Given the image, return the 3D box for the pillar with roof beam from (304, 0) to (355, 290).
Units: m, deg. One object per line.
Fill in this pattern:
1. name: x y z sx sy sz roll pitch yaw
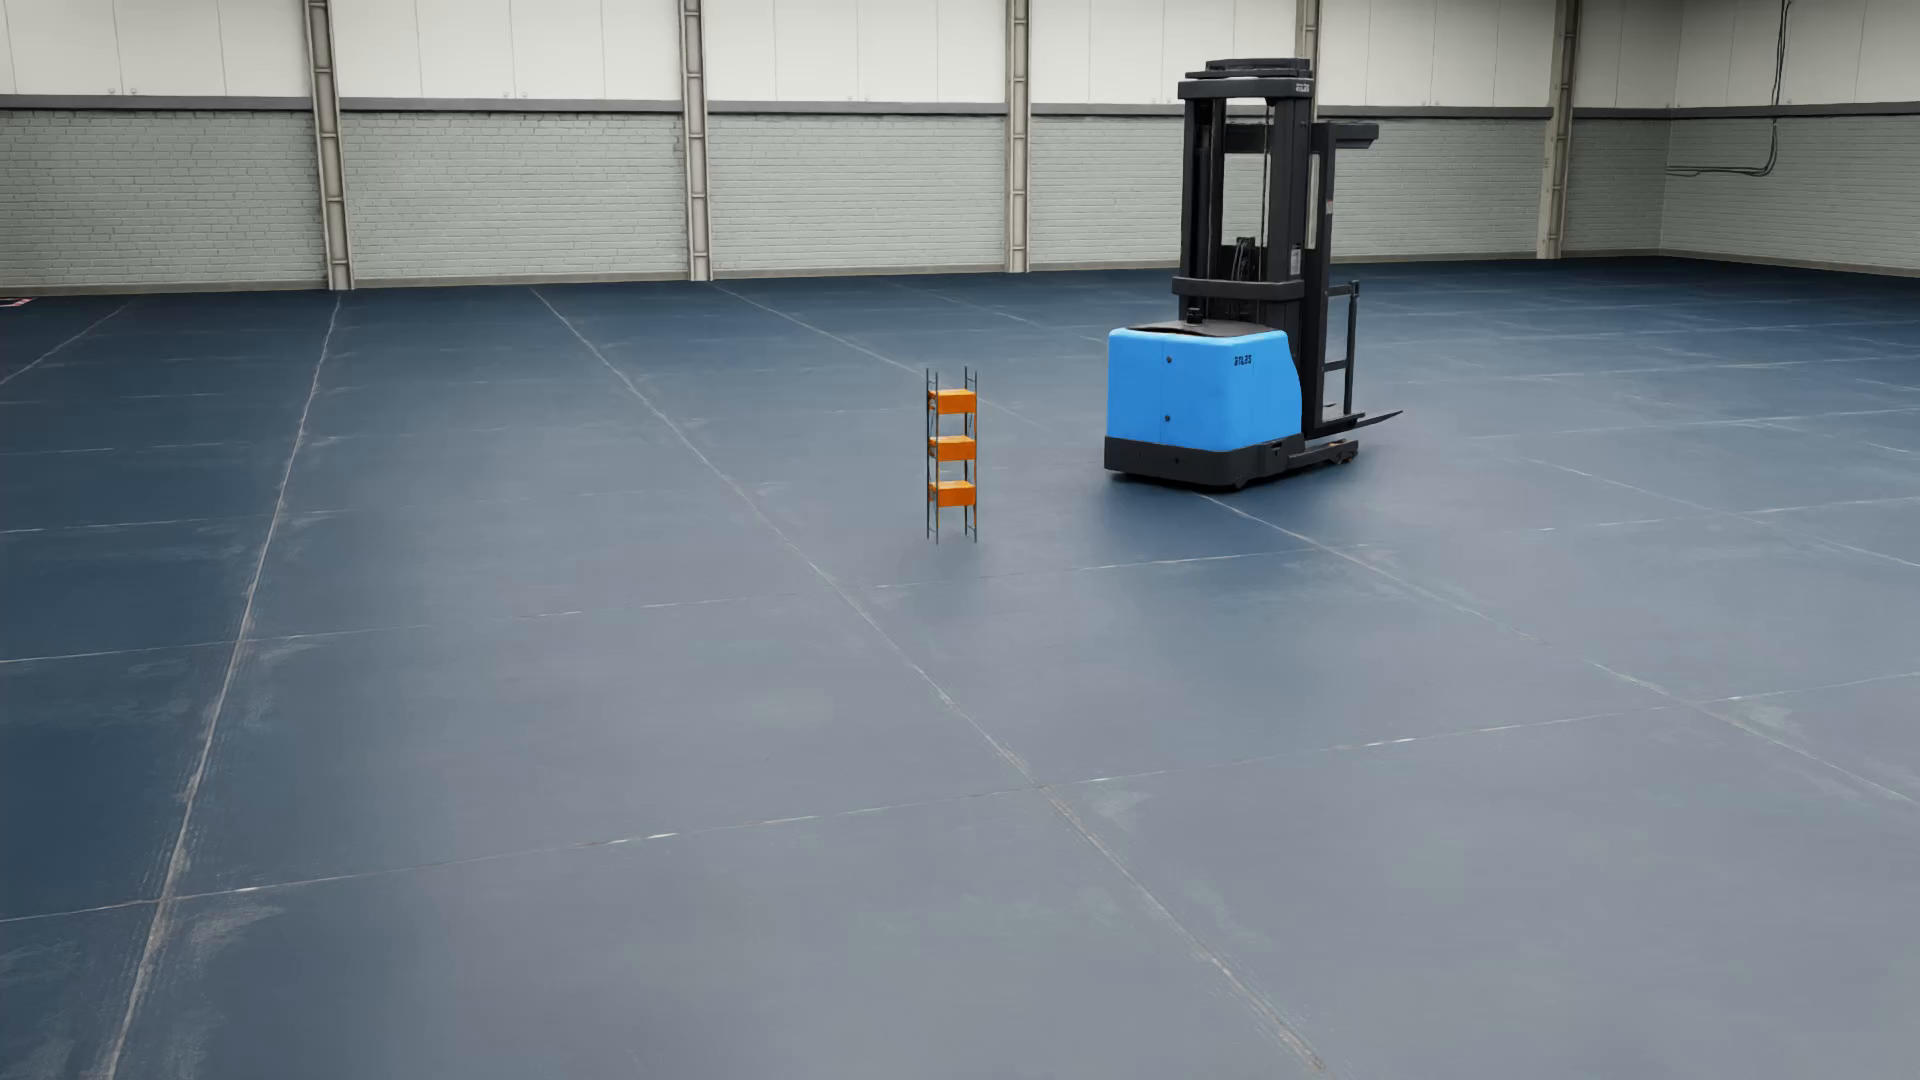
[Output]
1. pillar with roof beam: -8.929 -7.617 22.718 0.400 9.000 9.100 -4 14 -18

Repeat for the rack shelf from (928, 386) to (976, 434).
1. rack shelf: -0.051 -0.773 9.942 0.240 0.259 0.215 -4 14 -18

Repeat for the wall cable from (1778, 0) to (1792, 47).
1. wall cable: 16.521 -10.613 31.110 0.112 2.526 3.097 -4 14 -18

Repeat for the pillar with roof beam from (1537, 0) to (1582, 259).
1. pillar with roof beam: 13.817 -9.388 30.165 0.400 9.000 9.100 -4 14 -18

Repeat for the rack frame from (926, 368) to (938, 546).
1. rack frame: -0.166 -0.498 9.967 0.008 1.050 0.200 -4 14 -18

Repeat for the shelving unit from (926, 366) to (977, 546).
1. shelving unit: -0.051 -0.507 10.005 0.252 1.050 0.215 -4 14 -18

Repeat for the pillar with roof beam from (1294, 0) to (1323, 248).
1. pillar with roof beam: 8.131 -8.945 28.303 0.400 9.000 9.100 -4 14 -18

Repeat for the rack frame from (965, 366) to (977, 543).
1. rack frame: 0.065 -0.516 10.043 0.008 1.050 0.200 -4 14 -18

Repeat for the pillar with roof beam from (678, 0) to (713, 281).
1. pillar with roof beam: -3.243 -8.060 24.580 0.400 9.000 9.100 -4 14 -18

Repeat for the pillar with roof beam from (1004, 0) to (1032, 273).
1. pillar with roof beam: 2.444 -8.502 26.442 0.400 9.000 9.100 -4 14 -18

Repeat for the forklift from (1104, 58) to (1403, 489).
1. forklift: 2.387 -2.059 12.465 1.130 2.935 3.031 11 18 40

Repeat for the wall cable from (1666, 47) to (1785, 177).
1. wall cable: 15.658 -8.749 34.189 0.112 2.526 3.097 -4 14 -18

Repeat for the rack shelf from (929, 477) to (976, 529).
1. rack shelf: -0.051 -0.226 10.071 0.240 0.259 0.215 -4 14 -18

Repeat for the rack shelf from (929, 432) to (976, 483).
1. rack shelf: -0.051 -0.497 10.007 0.240 0.259 0.215 -4 14 -18
